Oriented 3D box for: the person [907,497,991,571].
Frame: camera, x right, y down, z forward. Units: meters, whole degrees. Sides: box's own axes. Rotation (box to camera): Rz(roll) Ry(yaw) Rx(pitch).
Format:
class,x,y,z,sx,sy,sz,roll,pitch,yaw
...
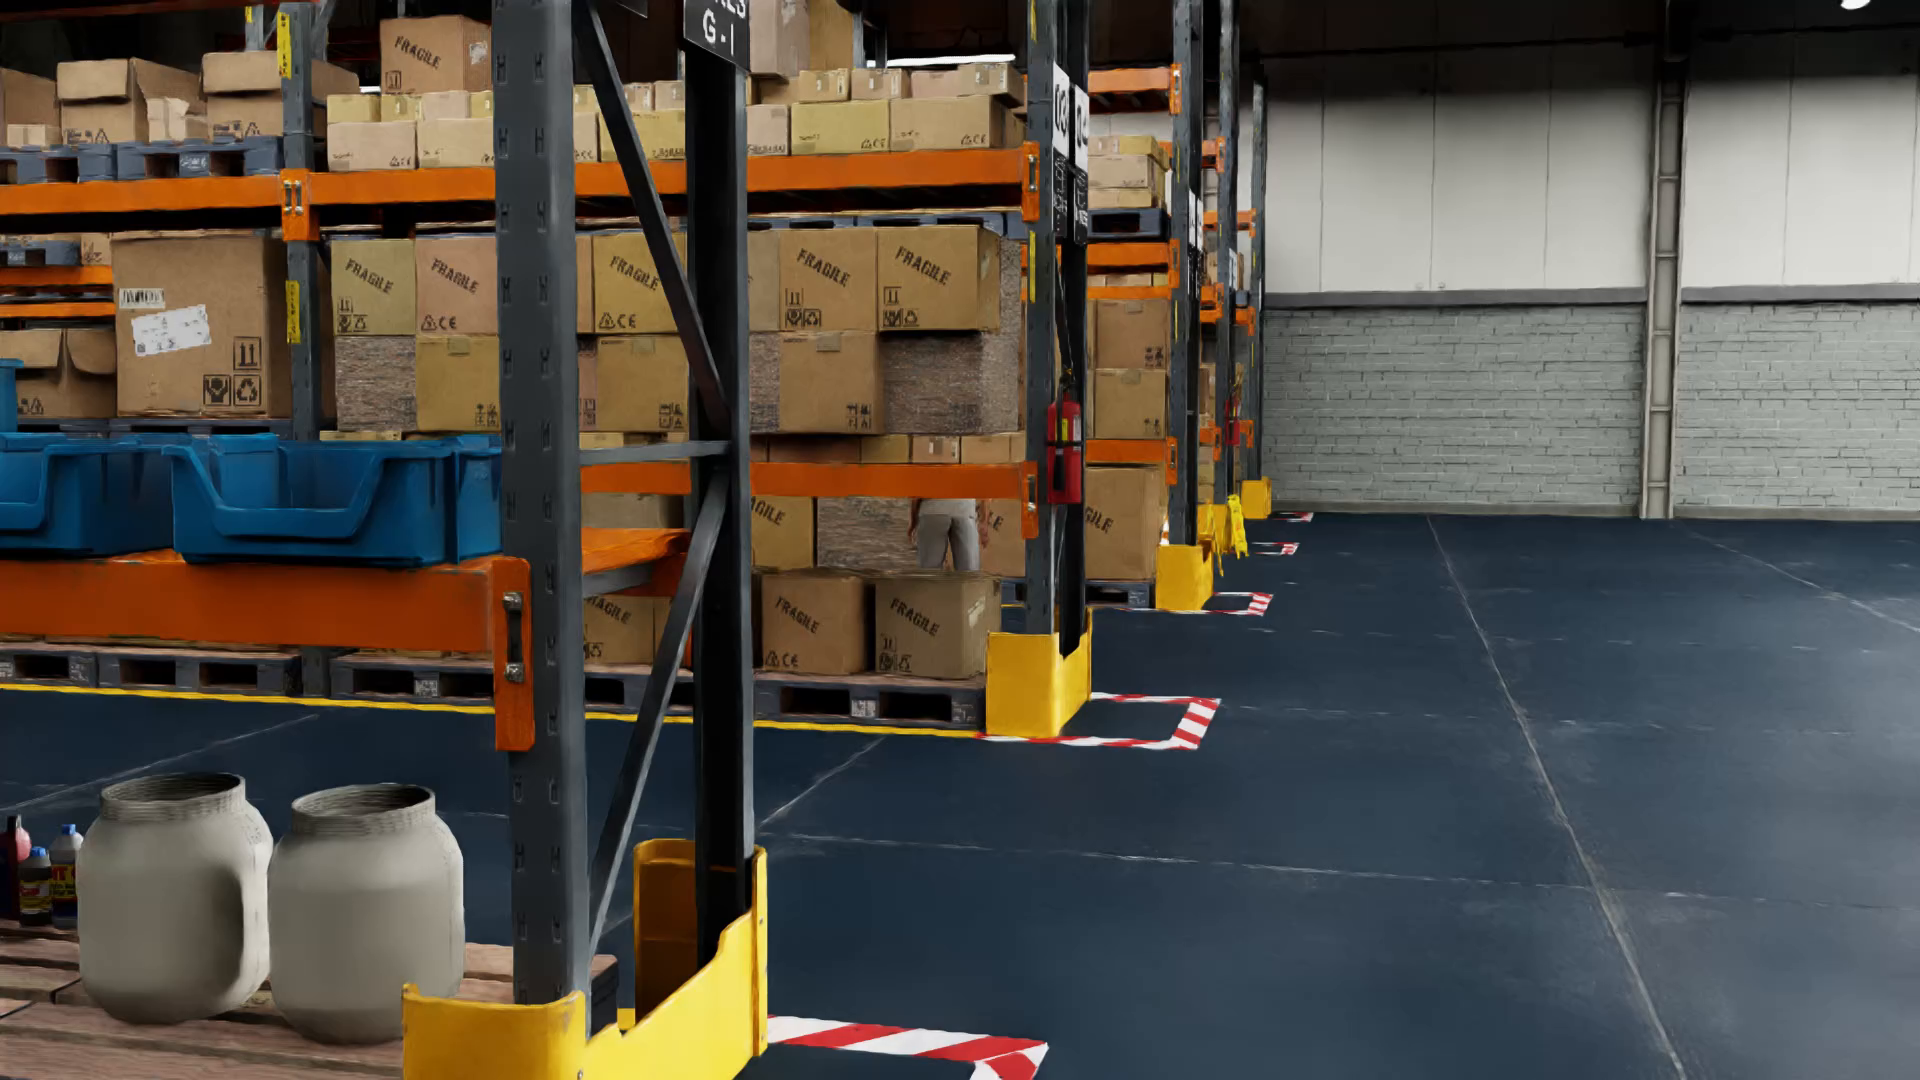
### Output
class,x,y,z,sx,sy,sz,roll,pitch,yaw
person,-0.059,-0.094,10.019,0.525,1.680,0.449,-1,5,-13
